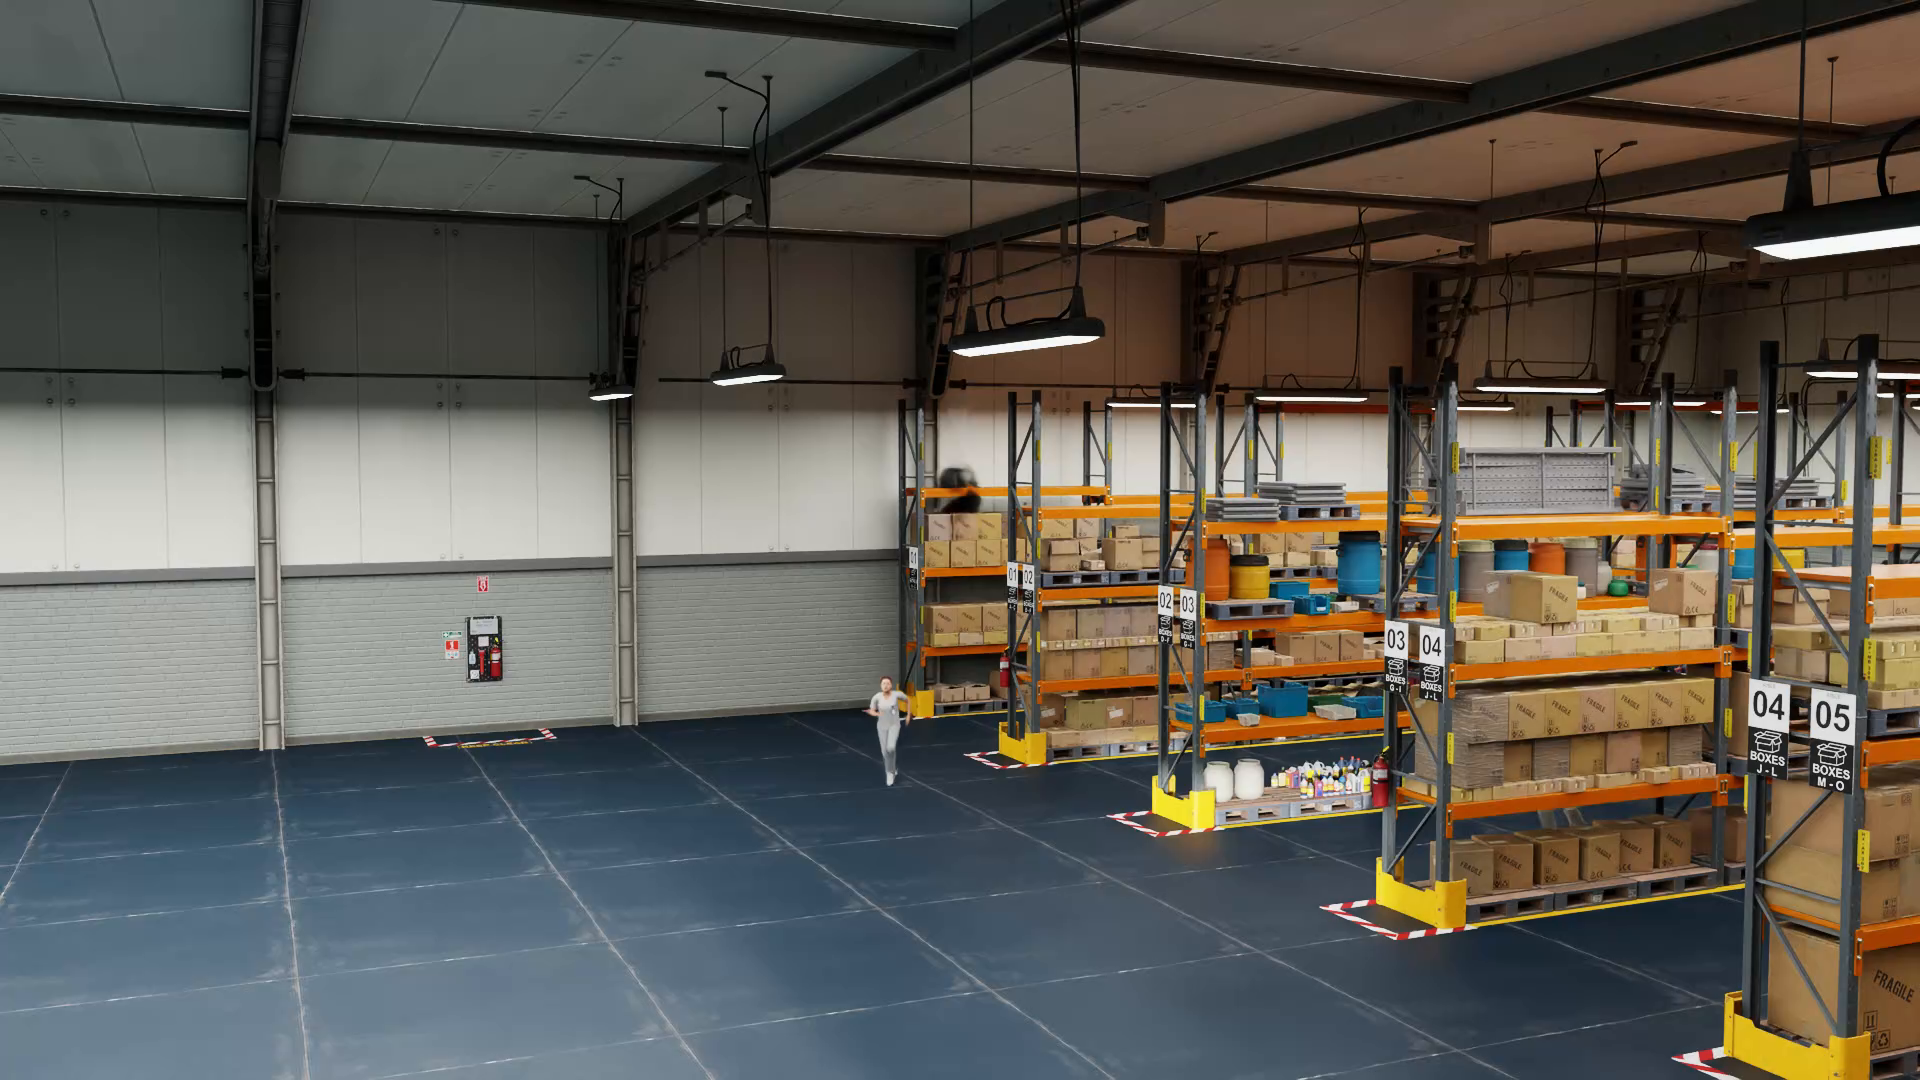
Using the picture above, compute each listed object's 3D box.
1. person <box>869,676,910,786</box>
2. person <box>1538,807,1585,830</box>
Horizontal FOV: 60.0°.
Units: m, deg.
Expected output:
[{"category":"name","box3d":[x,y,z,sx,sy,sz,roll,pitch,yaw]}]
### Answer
[{"category":"person","box3d":[-1.058,2.852,25.046,0.590,1.651,0.792,0,3,5]},{"category":"person","box3d":[7.599,3.091,20.958,0.800,1.752,0.683,-2,4,-24]}]
